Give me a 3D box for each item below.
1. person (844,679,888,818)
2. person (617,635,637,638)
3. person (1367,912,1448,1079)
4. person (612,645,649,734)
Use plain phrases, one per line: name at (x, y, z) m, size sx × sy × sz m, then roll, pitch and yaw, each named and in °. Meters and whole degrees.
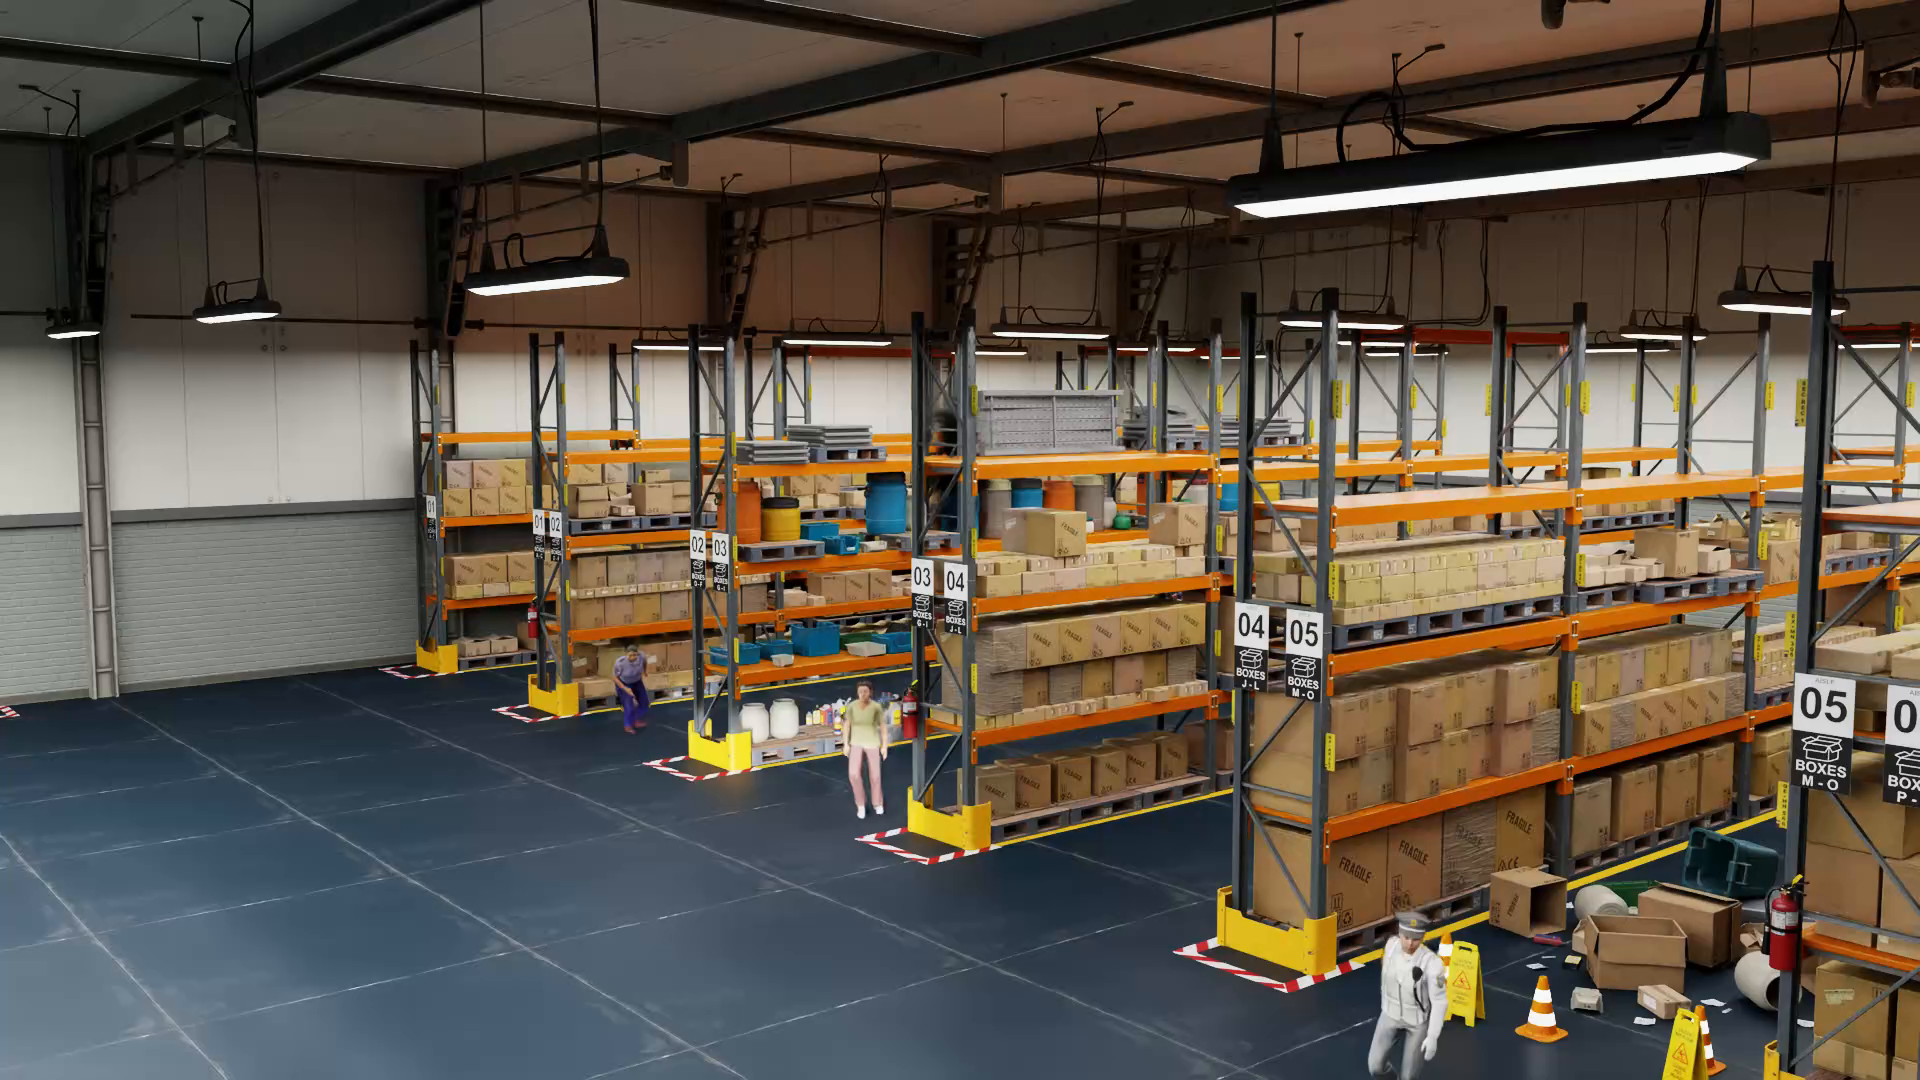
person at (-1.134, 2.490, 19.969) m, size 0.523 × 1.656 × 0.564 m, roll 0°, pitch 5°, yaw -5°
person at (-6.161, 1.592, 30.656) m, size 0.575 × 1.492 × 0.832 m, roll 1°, pitch 5°, yaw 14°
person at (3.085, 3.309, 11.455) m, size 0.617 × 1.621 × 0.557 m, roll 4°, pitch 6°, yaw 35°
person at (-4.880, 2.200, 24.700) m, size 0.677 × 1.386 × 0.845 m, roll -4°, pitch 6°, yaw -35°
